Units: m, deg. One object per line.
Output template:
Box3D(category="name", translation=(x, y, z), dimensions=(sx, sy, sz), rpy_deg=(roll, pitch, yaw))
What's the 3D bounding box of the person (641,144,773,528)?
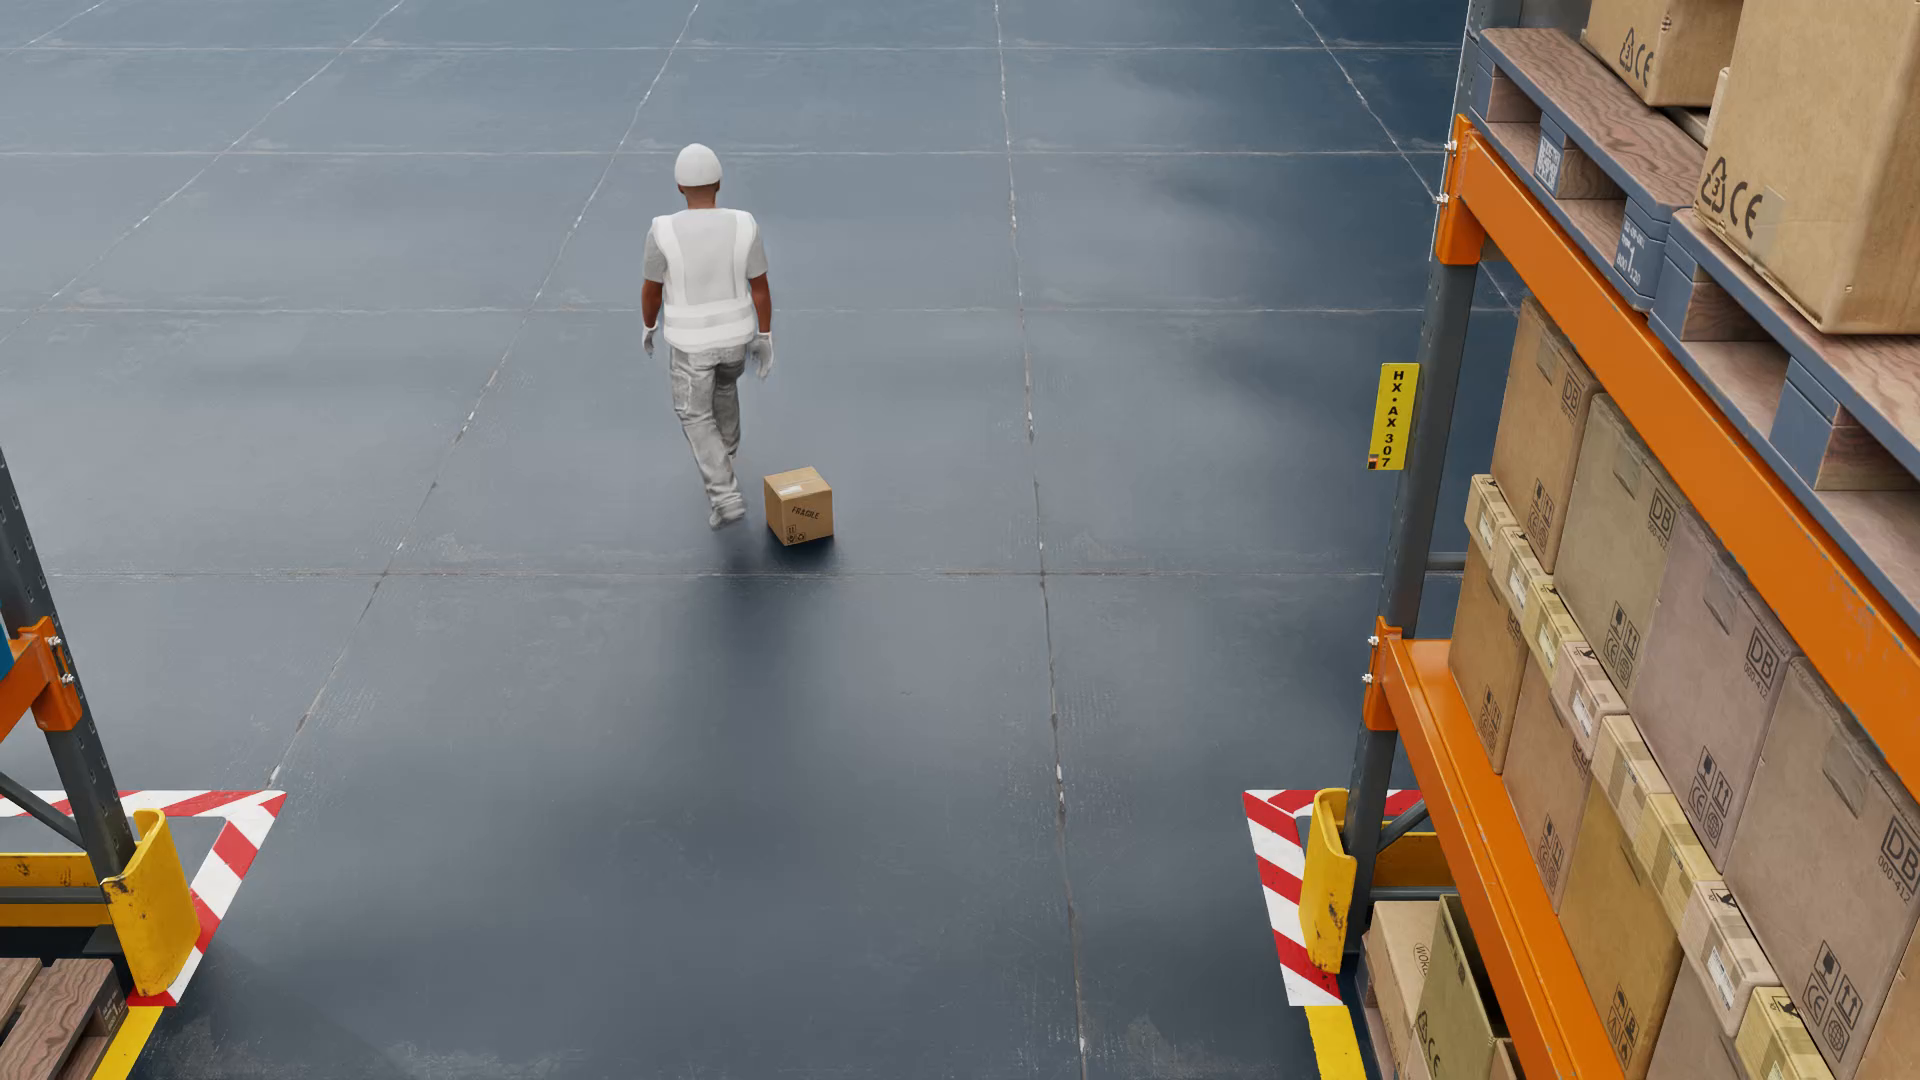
Box3D(category="person", translation=(-1.147, -0.941, 7.664), dimensions=(0.559, 1.738, 1.057), rpy_deg=(-14, 34, -21))
